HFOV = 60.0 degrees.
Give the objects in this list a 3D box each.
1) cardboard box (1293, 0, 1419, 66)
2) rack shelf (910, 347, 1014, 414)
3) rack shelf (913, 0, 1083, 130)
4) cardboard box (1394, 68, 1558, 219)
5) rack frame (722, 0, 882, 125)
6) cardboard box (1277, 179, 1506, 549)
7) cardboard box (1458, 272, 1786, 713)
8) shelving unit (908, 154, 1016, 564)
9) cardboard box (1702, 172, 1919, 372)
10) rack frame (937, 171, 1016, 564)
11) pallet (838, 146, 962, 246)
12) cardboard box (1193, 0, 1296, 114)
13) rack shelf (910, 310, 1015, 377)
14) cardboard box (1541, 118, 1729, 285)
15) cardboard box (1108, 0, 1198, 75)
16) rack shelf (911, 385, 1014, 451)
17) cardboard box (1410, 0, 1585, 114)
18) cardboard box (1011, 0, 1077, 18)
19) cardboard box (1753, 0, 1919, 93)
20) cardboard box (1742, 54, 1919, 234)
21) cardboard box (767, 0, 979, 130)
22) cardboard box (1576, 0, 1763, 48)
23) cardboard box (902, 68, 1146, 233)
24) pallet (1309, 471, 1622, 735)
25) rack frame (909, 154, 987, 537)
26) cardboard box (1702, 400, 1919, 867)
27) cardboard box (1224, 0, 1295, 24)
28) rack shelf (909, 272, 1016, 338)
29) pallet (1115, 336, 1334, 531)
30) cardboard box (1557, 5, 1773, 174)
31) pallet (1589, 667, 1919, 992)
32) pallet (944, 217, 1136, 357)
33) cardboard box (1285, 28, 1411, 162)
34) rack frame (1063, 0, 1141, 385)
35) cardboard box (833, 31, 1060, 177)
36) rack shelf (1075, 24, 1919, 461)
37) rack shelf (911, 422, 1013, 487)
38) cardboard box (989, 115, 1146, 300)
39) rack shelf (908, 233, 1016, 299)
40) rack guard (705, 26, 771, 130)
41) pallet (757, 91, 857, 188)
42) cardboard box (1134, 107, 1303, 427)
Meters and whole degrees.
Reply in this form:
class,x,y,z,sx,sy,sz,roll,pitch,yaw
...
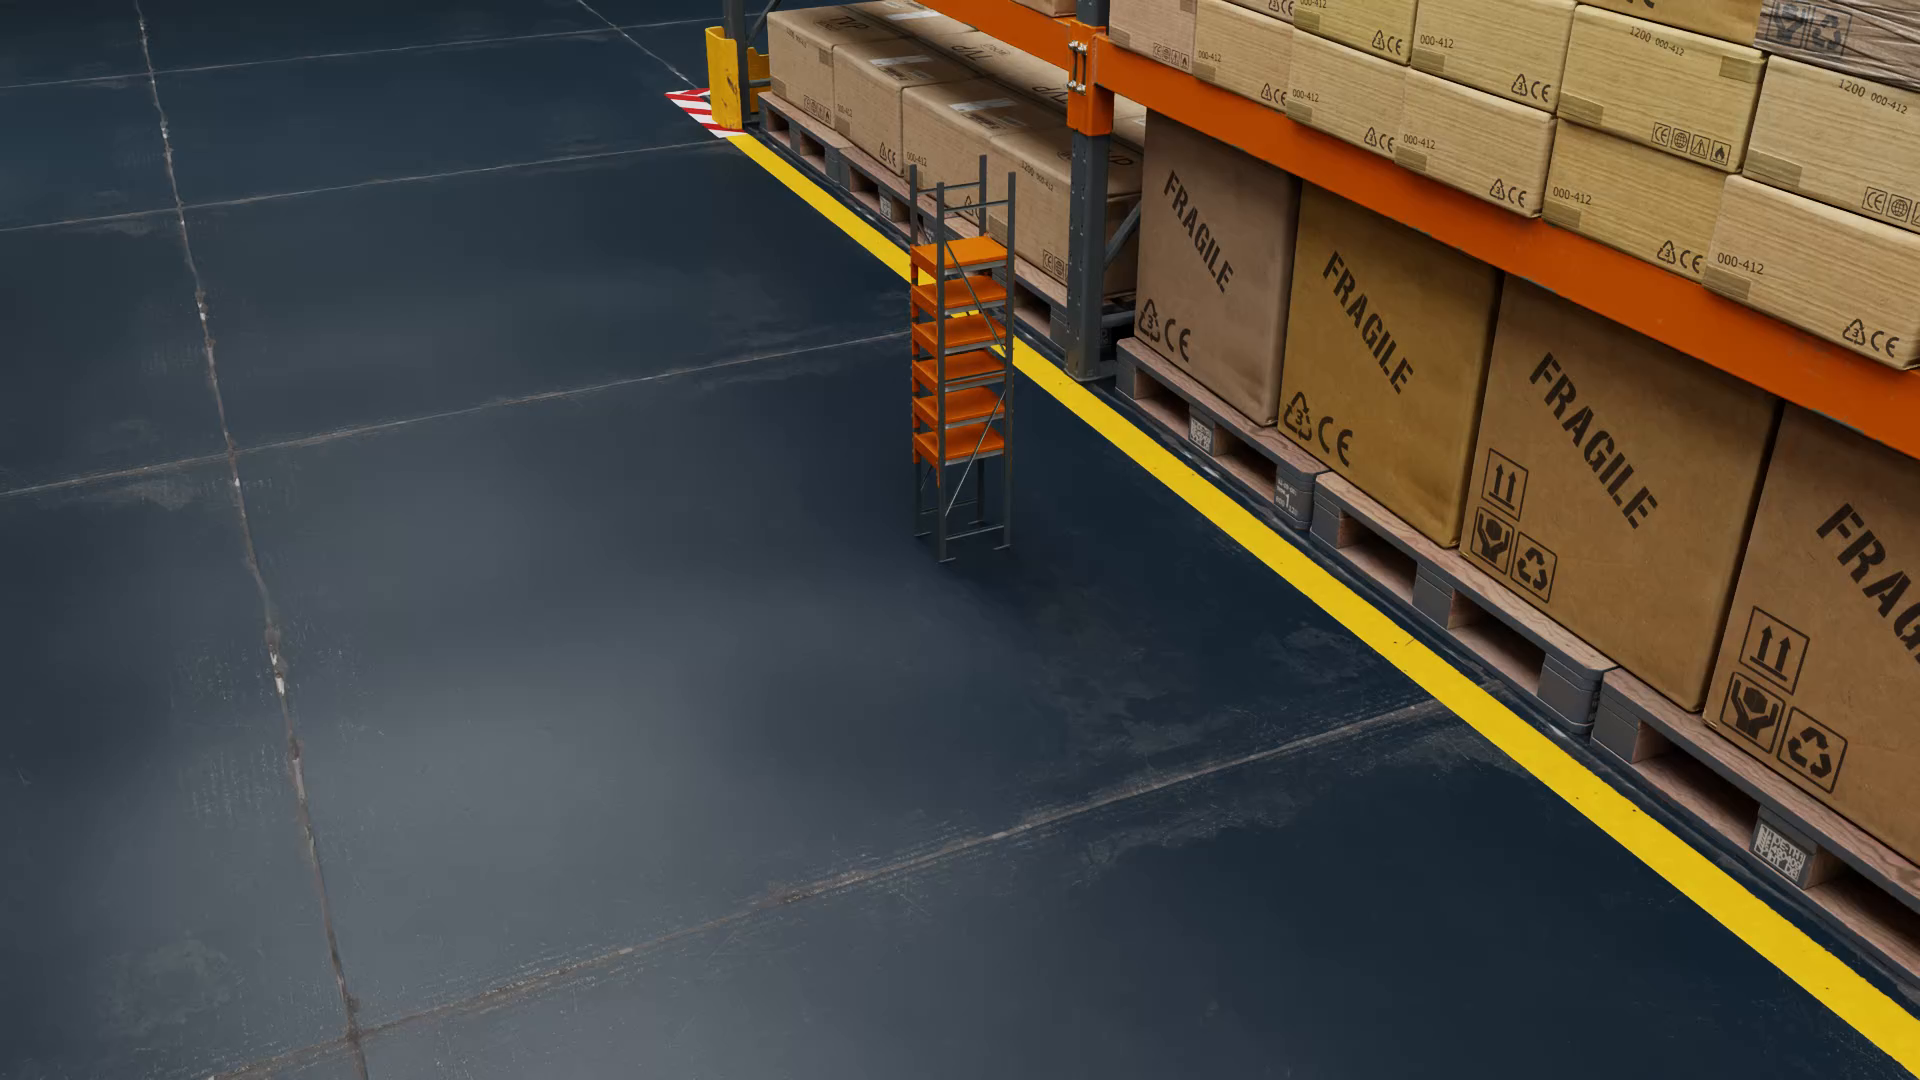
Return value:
class,x,y,z,sx,sy,sz,roll,pitch,yaw
cardboard box,1.253,-1.474,4.454,0.500,0.250,0.500,-13,32,-21
rack shelf,0.006,-0.478,4.967,0.258,0.103,0.180,-13,32,-22
rack shelf,0.018,-2.598,7.551,1.077,0.370,4.000,-13,32,-22
cardboard box,1.462,-1.032,4.177,0.500,0.250,0.500,-14,32,-23
rack frame,-0.841,-3.795,8.951,1.000,3.000,0.127,-13,32,-22
cardboard box,1.610,-0.630,5.049,0.875,0.875,0.875,-12,31,-21
cardboard box,1.993,-0.235,4.345,0.875,0.875,0.875,-13,32,-21
shelving unit,0.006,-0.517,4.945,0.258,1.200,0.189,-13,32,-22
cardboard box,1.909,-0.587,3.383,0.500,0.250,0.500,-13,32,-21
rack frame,0.046,-0.477,4.873,0.240,1.200,0.006,-13,32,-22
pallet,0.093,-1.704,8.072,1.003,0.211,1.213,-13,32,-22
cardboard box,1.051,-1.484,4.984,0.500,0.250,0.500,-14,32,-23
rack shelf,0.006,-0.583,4.908,0.258,0.103,0.180,-13,32,-22
cardboard box,1.707,-0.813,3.786,0.500,0.250,0.500,-13,32,-22
cardboard box,0.827,-1.713,5.391,0.500,0.250,0.500,-14,32,-23
rack shelf,0.006,-0.374,5.026,0.258,0.103,0.180,-13,32,-22
cardboard box,1.471,-1.251,4.056,0.500,0.250,0.500,-14,32,-23
cardboard box,0.447,-2.223,6.045,0.500,0.500,0.500,-13,32,-22
cardboard box,1.908,-1.139,3.090,0.500,0.500,0.500,-13,32,-21
cardboard box,1.933,-0.800,3.252,0.500,0.250,0.500,-14,32,-23
cardboard box,-0.467,-2.590,8.992,0.875,0.438,0.875,-14,32,-24
cardboard box,1.701,-1.360,3.484,0.500,0.500,0.500,-13,32,-22
cardboard box,0.319,-1.789,7.563,0.875,0.438,0.875,-14,32,-23
pallet,1.804,0.053,4.939,1.003,0.211,1.213,-13,32,-22
rack frame,-0.033,-0.557,5.017,0.240,1.200,0.006,-13,32,-22
cardboard box,2.372,0.160,3.641,0.875,0.875,0.875,-13,32,-22
cardboard box,1.060,-1.702,4.861,0.500,0.250,0.500,-13,32,-21
rack shelf,0.006,-0.688,4.849,0.258,0.103,0.180,-13,32,-22
pallet,1.276,-0.487,5.902,1.003,0.211,1.213,-13,32,-22
cardboard box,1.695,-1.022,3.647,0.500,0.250,0.500,-14,32,-23
pallet,2.323,0.591,3.980,1.003,0.211,1.213,-13,32,-22
pallet,0.621,-1.164,7.110,1.003,0.211,1.213,-13,32,-22
cardboard box,1.256,-1.255,4.574,0.500,0.250,0.500,-13,32,-22
rack frame,0.877,-2.028,5.799,1.000,3.000,0.127,-13,32,-22
cardboard box,-0.067,-2.187,8.274,0.875,0.438,0.875,-12,32,-21
rack shelf,1.735,-0.831,4.400,1.077,0.370,4.000,-13,32,-22
rack shelf,0.006,-0.269,5.084,0.258,0.103,0.180,-13,32,-22
cardboard box,0.704,-1.393,6.858,0.875,0.438,0.875,-14,32,-23
rack shelf,0.006,-0.792,4.791,0.258,0.103,0.180,-13,32,-22
rack guard,-0.851,-2.715,9.581,1.175,0.500,0.348,-13,32,-22
pallet,-0.427,-2.242,9.032,1.003,0.211,1.213,-13,32,-22
cardboard box,1.215,-1.027,5.758,0.875,0.875,0.875,-12,31,-20
